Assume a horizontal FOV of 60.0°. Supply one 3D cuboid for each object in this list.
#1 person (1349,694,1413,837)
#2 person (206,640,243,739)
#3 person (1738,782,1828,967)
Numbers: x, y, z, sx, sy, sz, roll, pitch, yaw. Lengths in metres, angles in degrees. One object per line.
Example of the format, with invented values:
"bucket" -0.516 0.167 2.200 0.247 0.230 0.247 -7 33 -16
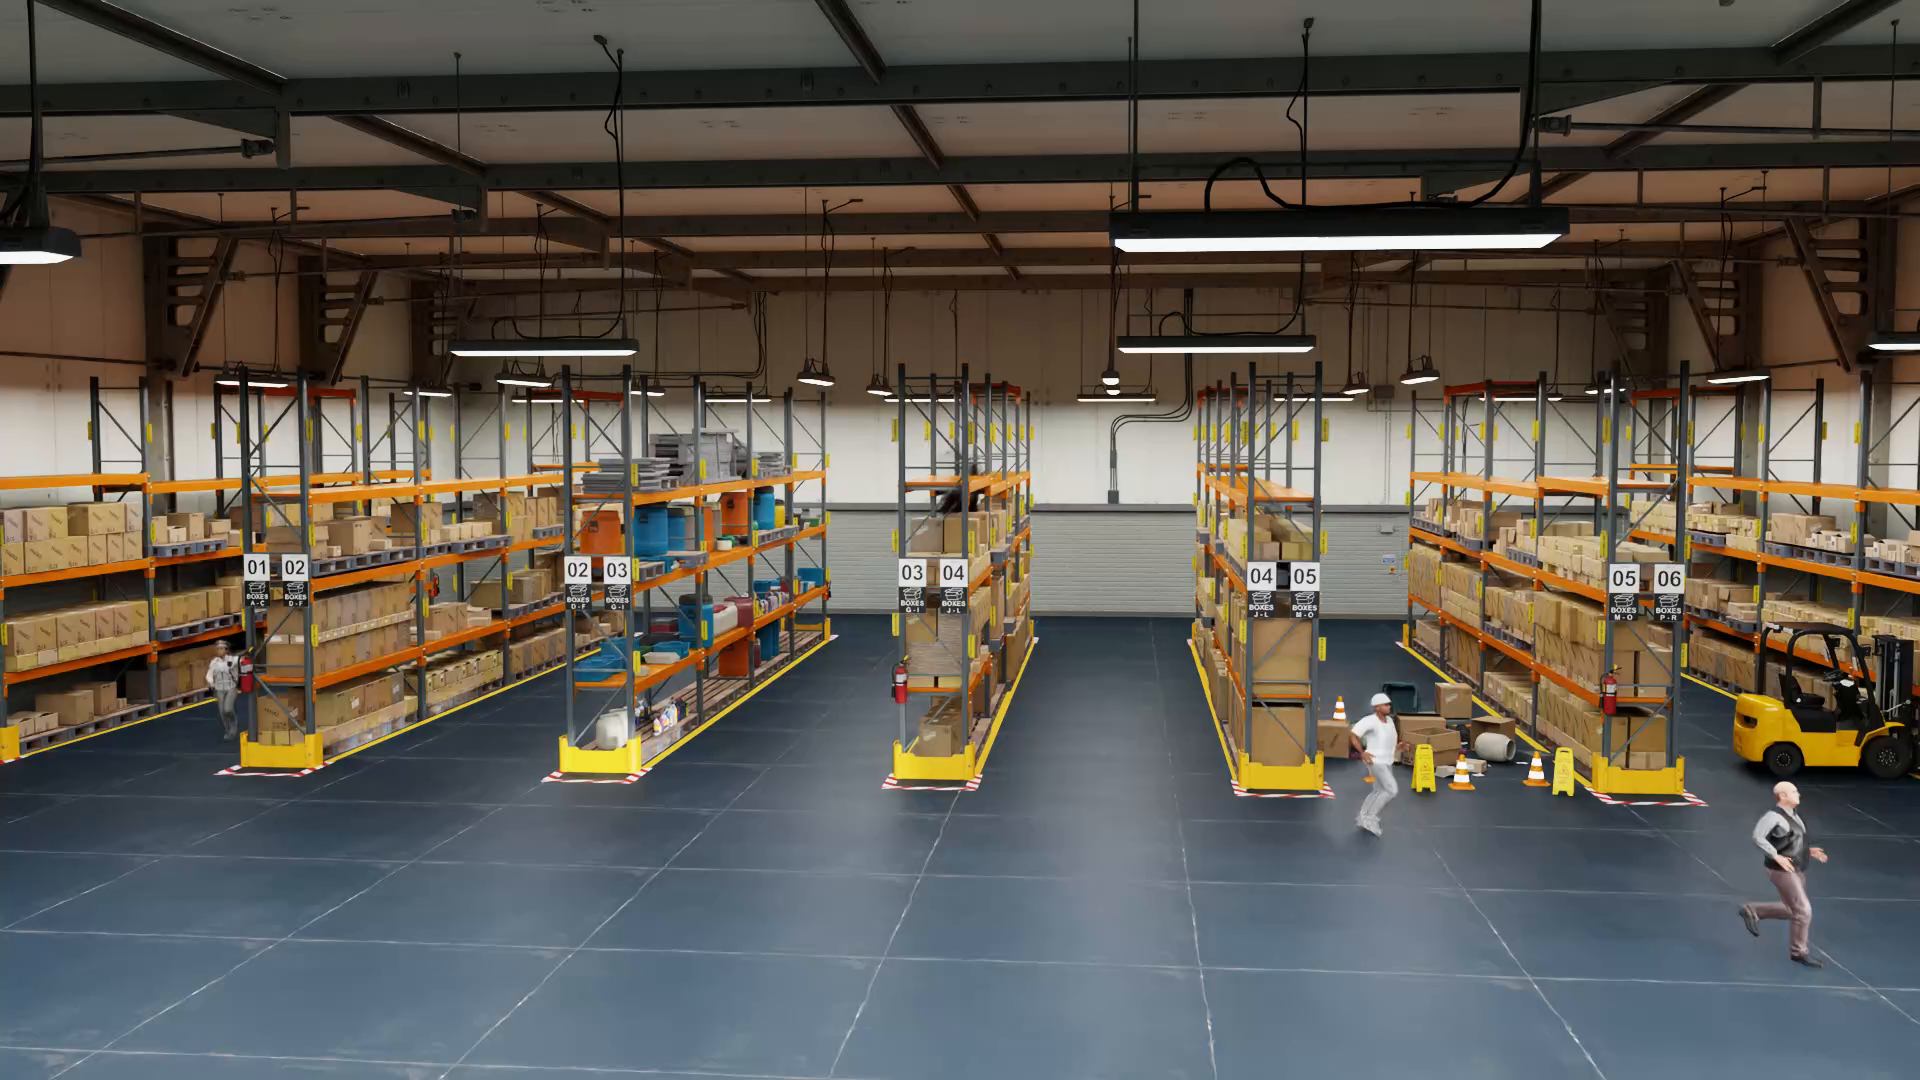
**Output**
"person" 5.258 2.801 20.736 0.700 1.770 0.673 3 5 43
"person" -11.889 2.439 26.979 0.634 1.644 0.728 0 4 -1
"person" 7.827 3.149 15.851 0.662 1.712 0.819 -4 5 -44
